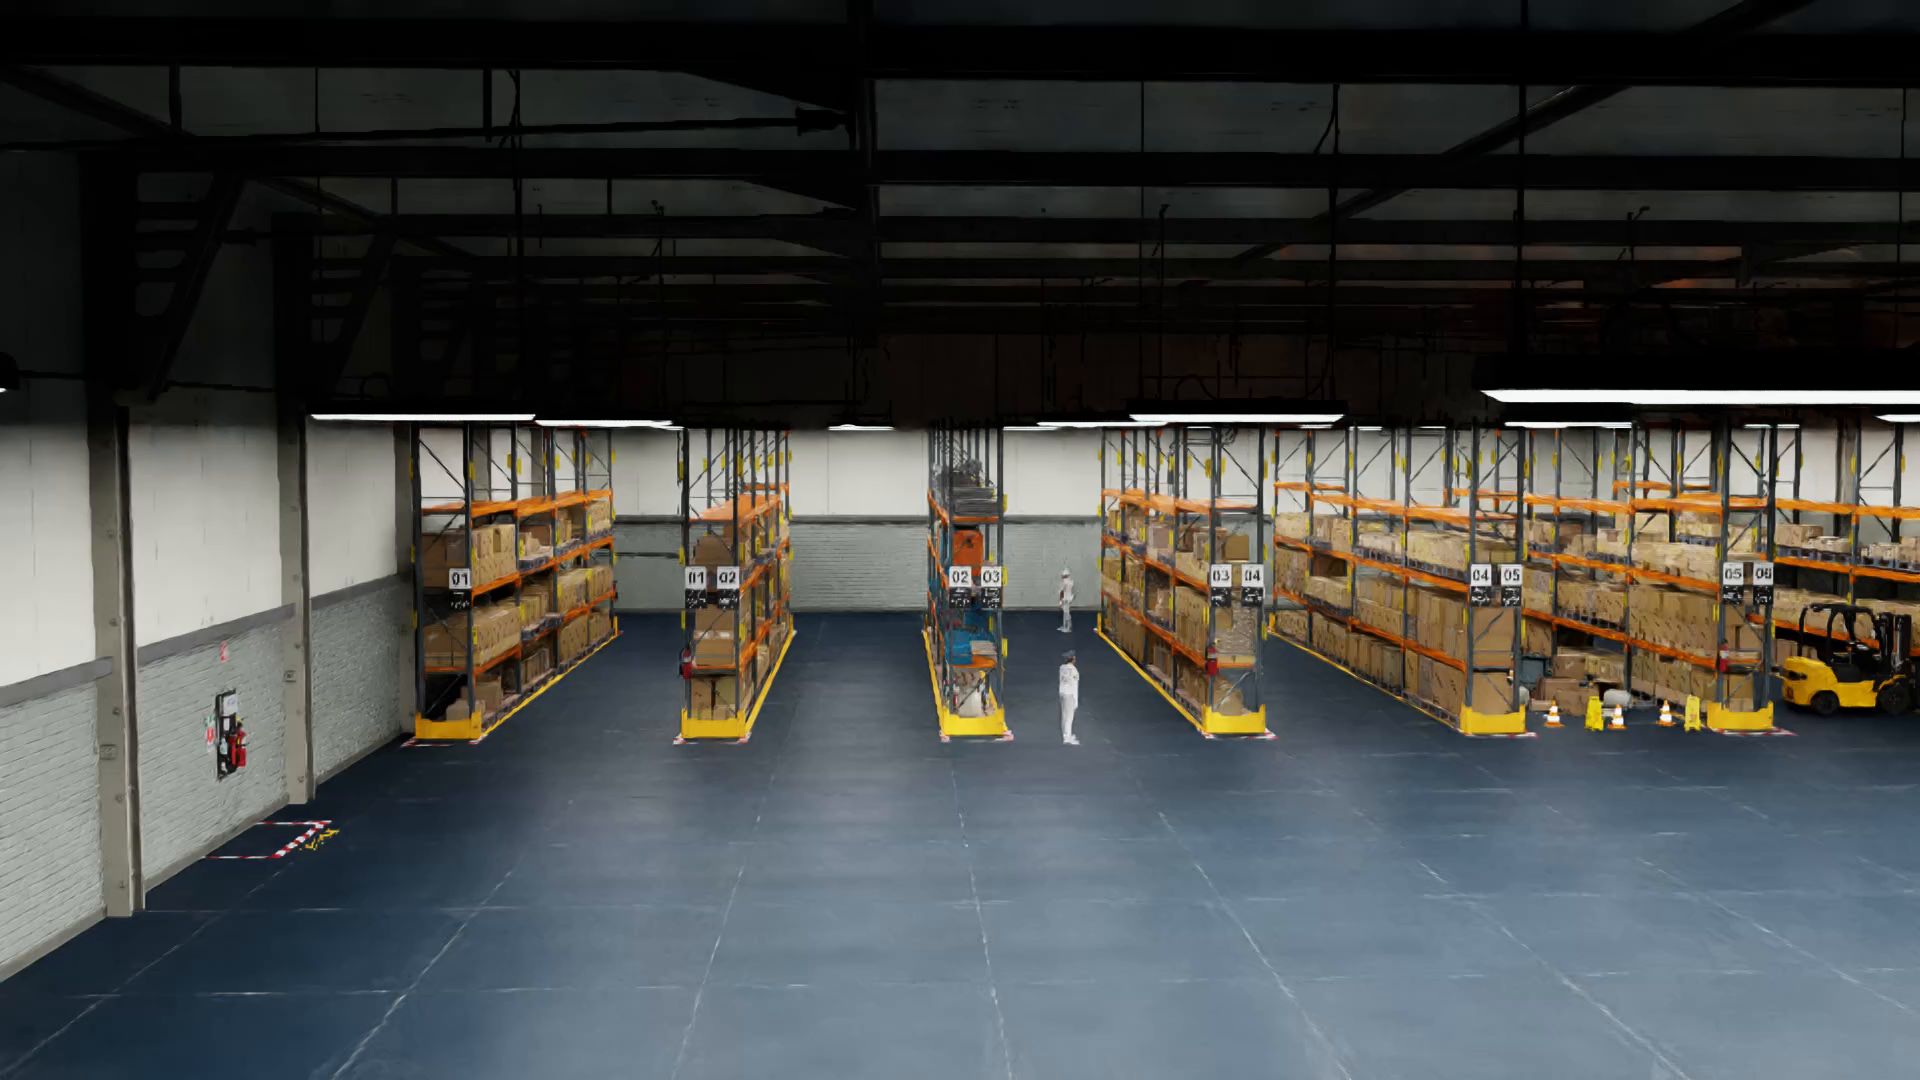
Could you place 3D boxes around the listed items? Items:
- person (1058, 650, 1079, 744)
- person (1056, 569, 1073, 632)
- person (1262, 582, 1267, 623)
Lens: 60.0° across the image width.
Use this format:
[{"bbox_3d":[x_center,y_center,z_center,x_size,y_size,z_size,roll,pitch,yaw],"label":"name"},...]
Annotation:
[{"bbox_3d":[2.035,2.873,30.602,0.433,1.684,0.553,-2,4,-29],"label":"person"},{"bbox_3d":[2.995,1.717,47.529,0.575,1.783,0.656,2,4,24],"label":"person"},{"bbox_3d":[8.812,1.742,49.220,0.458,1.530,0.872,2,4,27],"label":"person"}]
